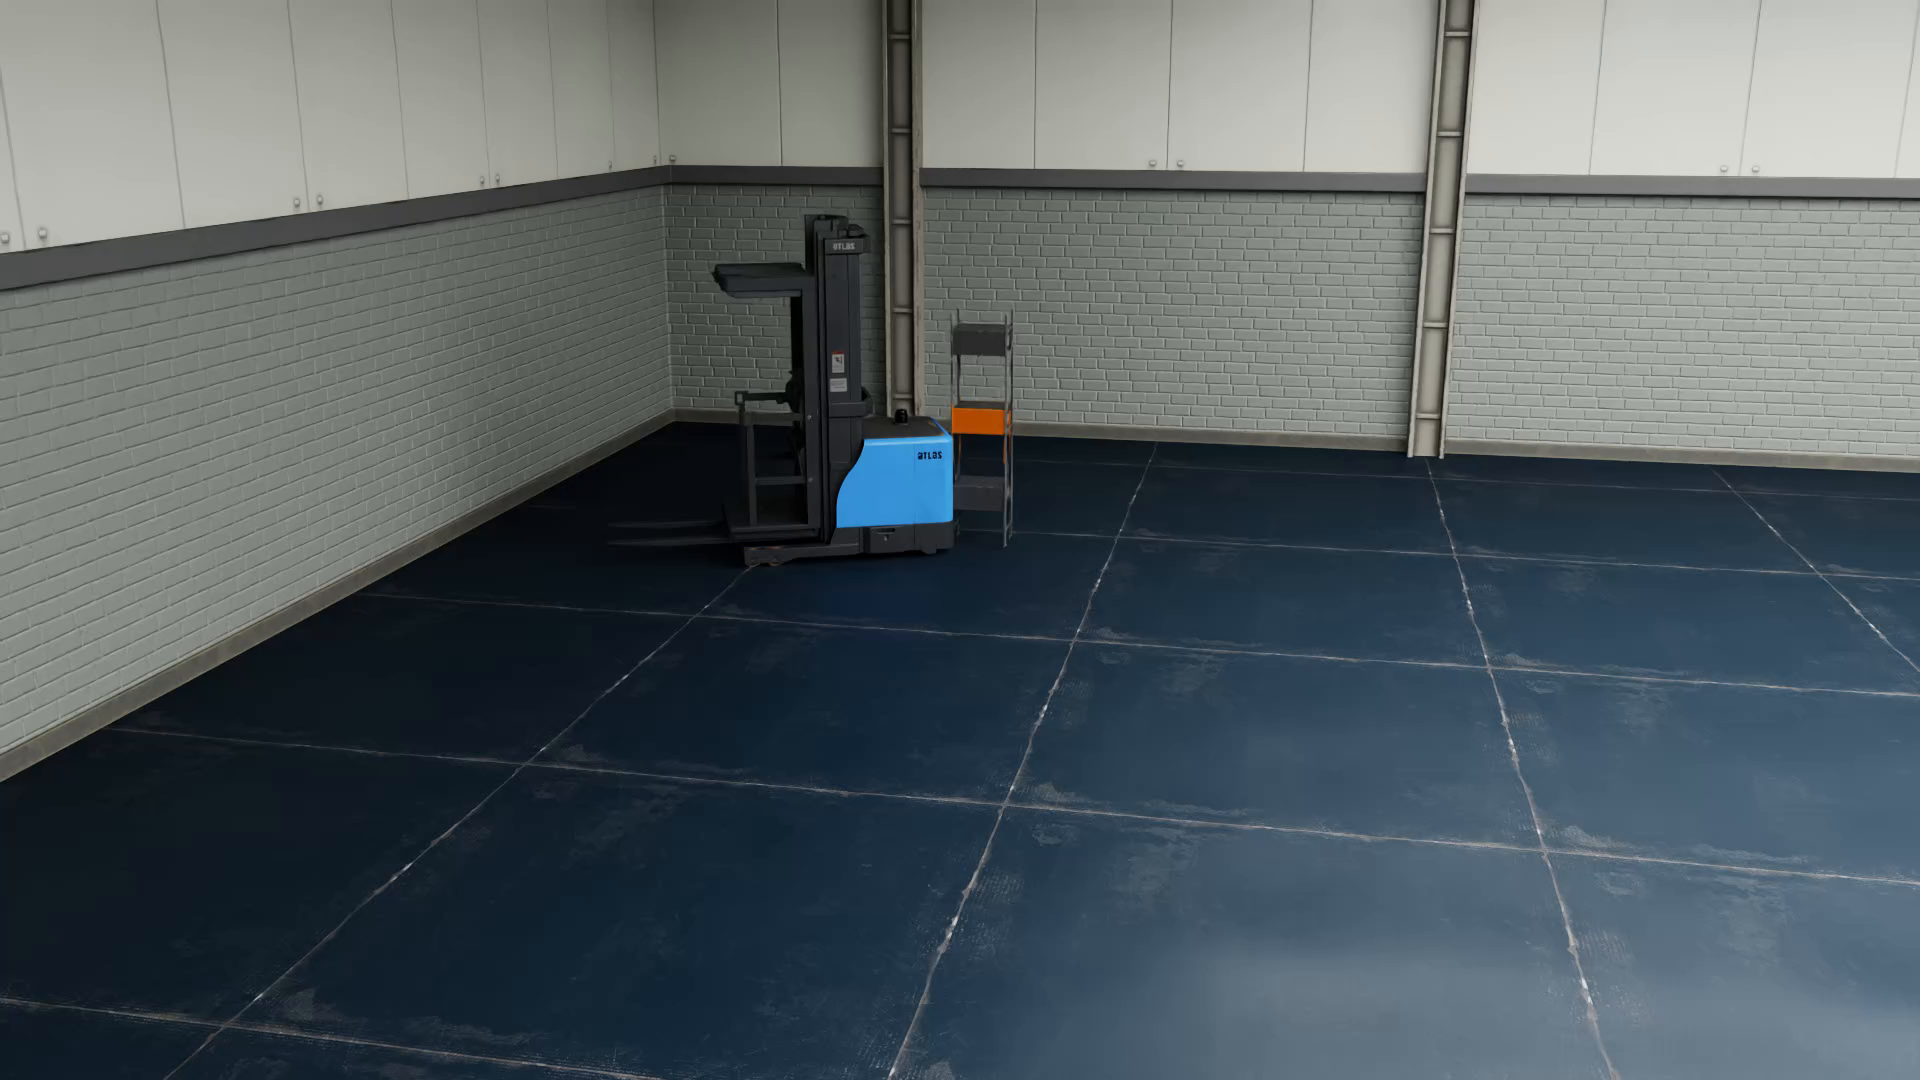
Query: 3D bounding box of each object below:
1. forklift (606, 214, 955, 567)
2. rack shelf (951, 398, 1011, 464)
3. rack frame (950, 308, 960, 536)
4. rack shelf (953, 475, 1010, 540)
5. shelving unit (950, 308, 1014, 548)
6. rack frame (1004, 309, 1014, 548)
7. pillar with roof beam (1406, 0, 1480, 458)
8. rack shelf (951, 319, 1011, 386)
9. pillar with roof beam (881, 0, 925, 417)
[{"bbox_3d":[-1.618,-1.331,14.563,3.031,2.935,1.130,-3,16,-11],"label":"forklift"},{"bbox_3d":[0.196,-0.993,14.953,0.480,0.518,0.431,3,16,10],"label":"rack shelf"},{"bbox_3d":[-0.044,-1.018,14.990,0.015,2.100,0.400,3,16,10],"label":"rack frame"},{"bbox_3d":[0.196,-0.318,15.139,0.480,0.518,0.431,3,16,10],"label":"rack shelf"},{"bbox_3d":[0.196,-1.006,14.949,0.503,2.100,0.431,3,16,10],"label":"shelving unit"},{"bbox_3d":[0.436,-0.995,14.908,0.015,2.100,0.400,3,16,10],"label":"rack frame"},{"bbox_3d":[4.372,-4.171,13.451,0.400,9.000,9.100,3,16,11],"label":"pillar with roof beam"},{"bbox_3d":[0.196,-1.668,14.766,0.480,0.518,0.431,3,16,10],"label":"rack shelf"},{"bbox_3d":[-1.508,-4.490,14.604,0.400,9.000,9.100,3,16,11],"label":"pillar with roof beam"}]
